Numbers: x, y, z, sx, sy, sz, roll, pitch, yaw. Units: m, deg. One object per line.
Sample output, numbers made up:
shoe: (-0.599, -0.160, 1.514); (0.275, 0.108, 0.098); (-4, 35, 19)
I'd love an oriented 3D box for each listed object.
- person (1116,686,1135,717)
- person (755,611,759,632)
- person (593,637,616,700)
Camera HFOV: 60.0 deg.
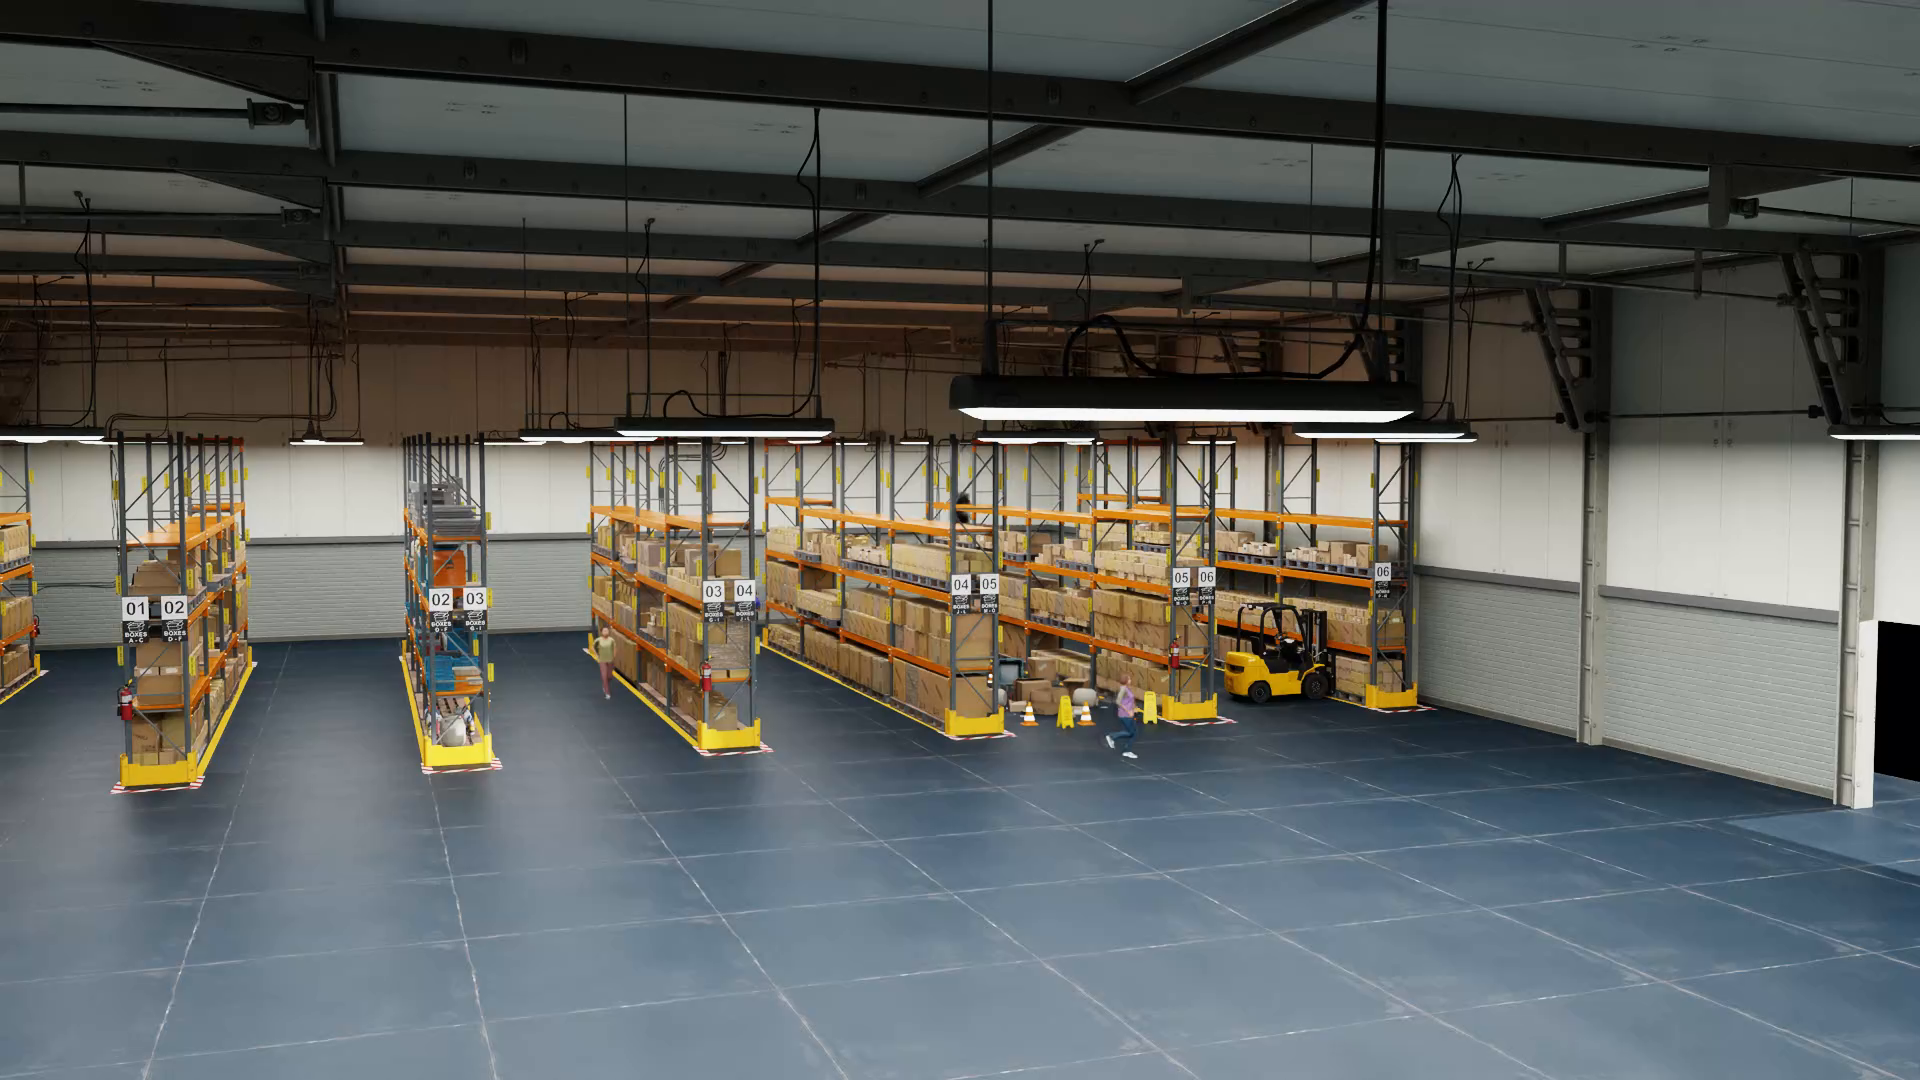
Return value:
person: (3.070, 2.980, 30.756); (0.297, 0.583, 0.536); (1, 3, 17)
person: (-6.173, 2.521, 49.156); (0.501, 0.966, 0.496); (-3, 4, -45)
person: (-8.148, 2.922, 38.183); (0.541, 1.403, 0.804); (-1, 3, -23)
